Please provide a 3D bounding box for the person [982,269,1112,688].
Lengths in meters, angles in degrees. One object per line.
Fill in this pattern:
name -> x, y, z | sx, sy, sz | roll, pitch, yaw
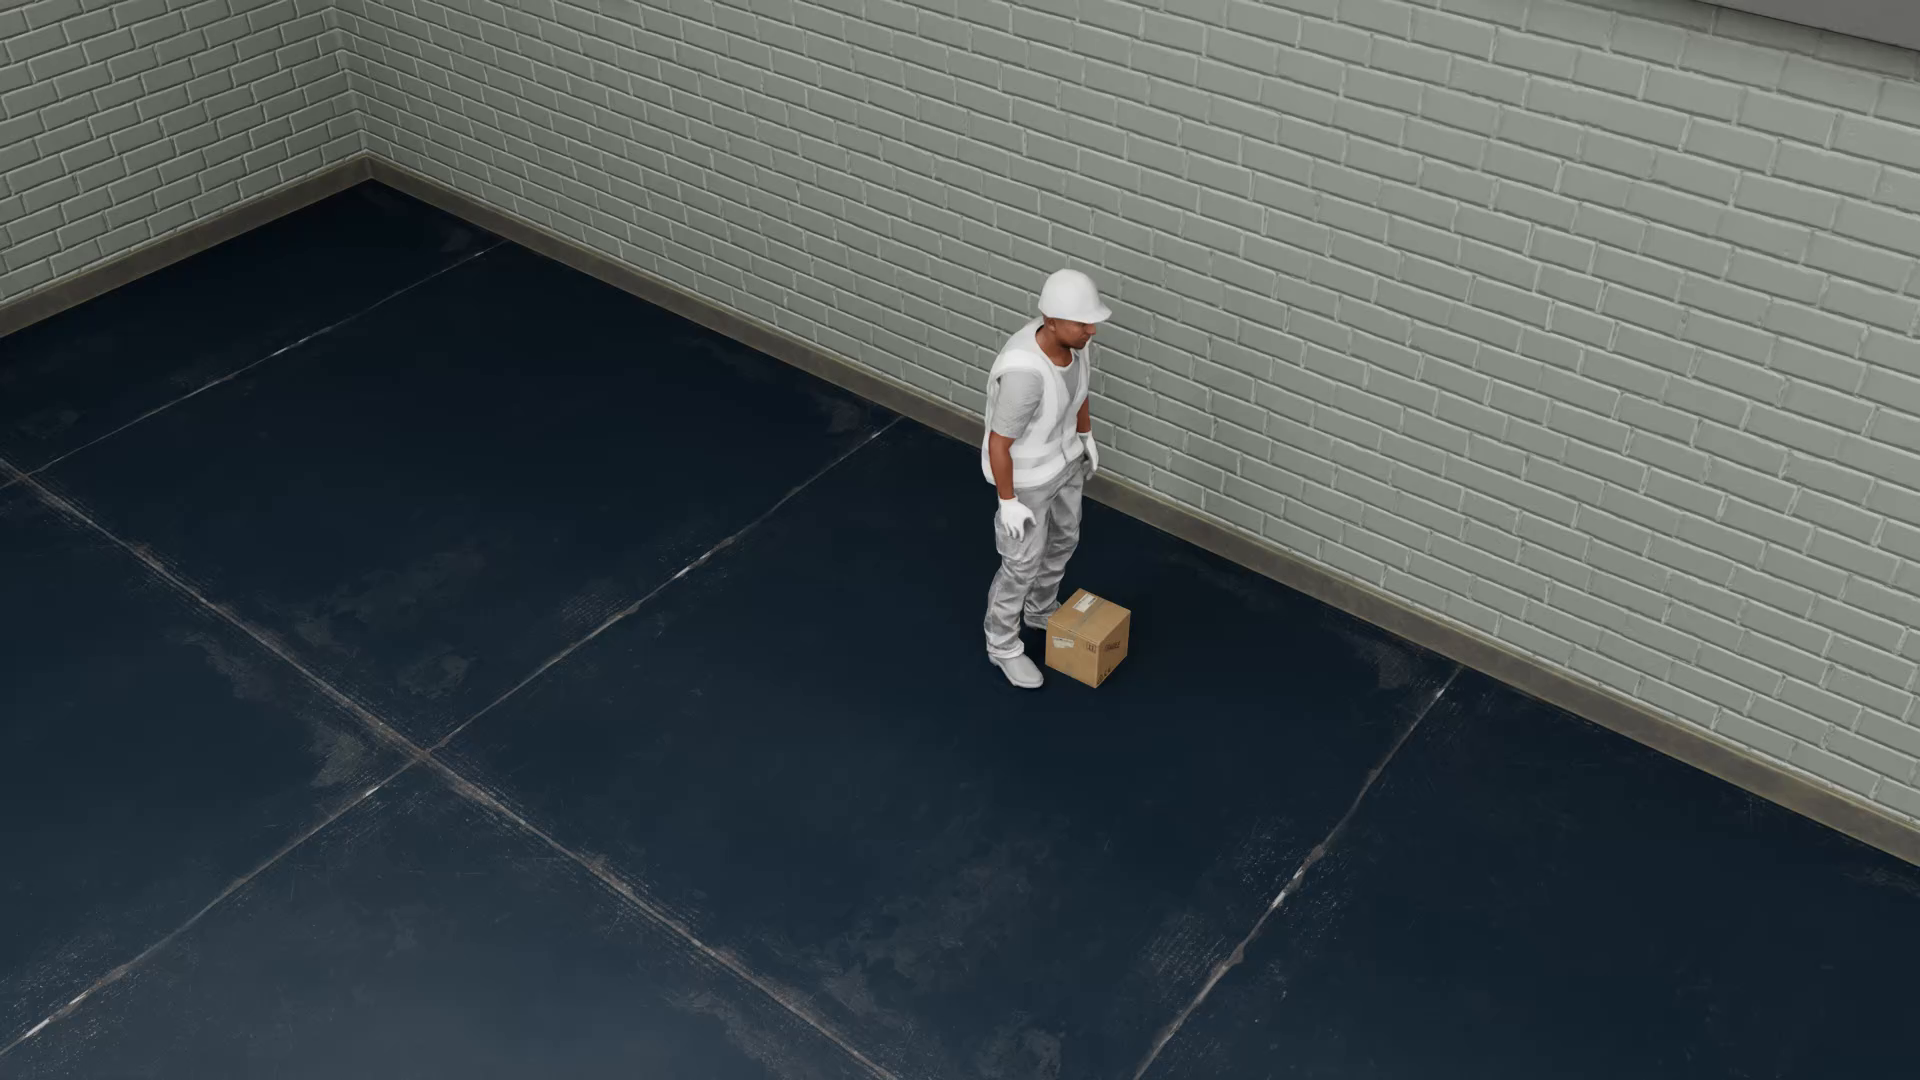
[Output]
person -> 0.330, -0.266, 6.477 | 0.448, 1.775, 0.633 | 24, 44, 27
